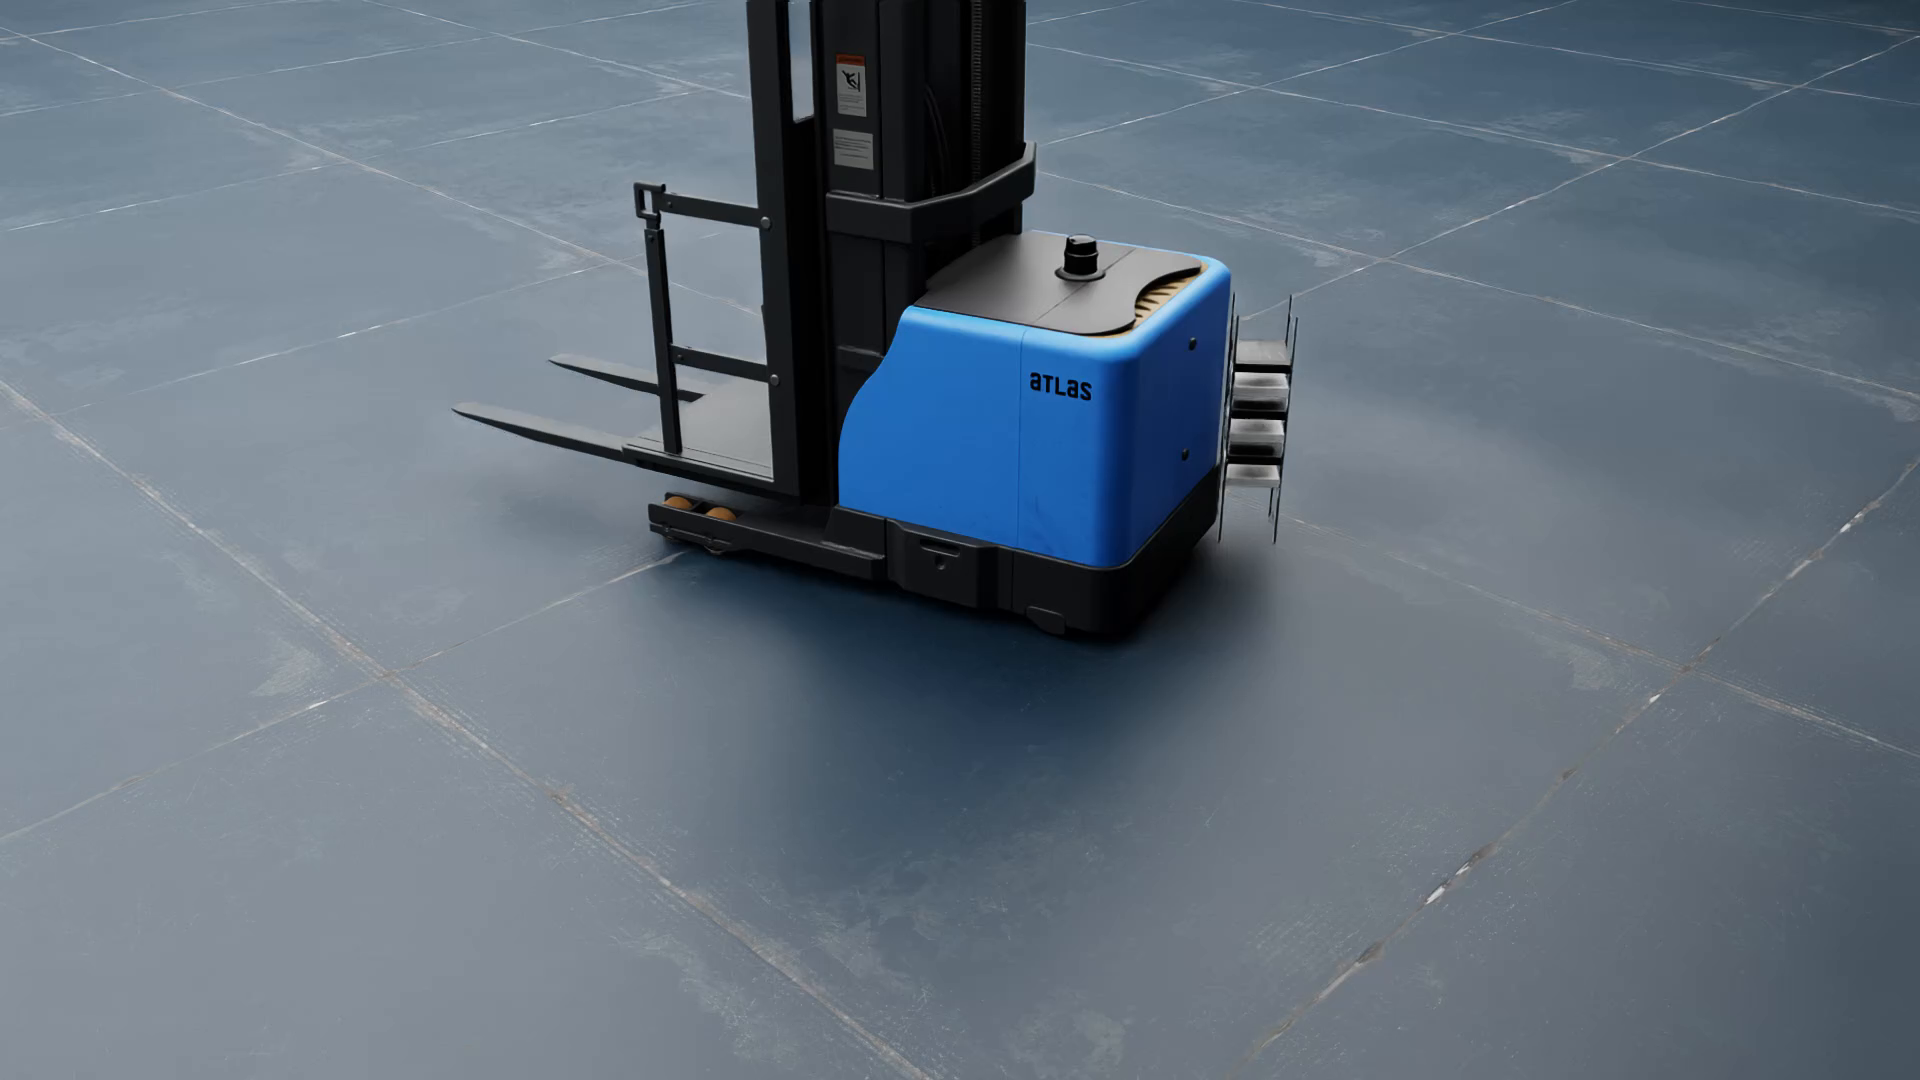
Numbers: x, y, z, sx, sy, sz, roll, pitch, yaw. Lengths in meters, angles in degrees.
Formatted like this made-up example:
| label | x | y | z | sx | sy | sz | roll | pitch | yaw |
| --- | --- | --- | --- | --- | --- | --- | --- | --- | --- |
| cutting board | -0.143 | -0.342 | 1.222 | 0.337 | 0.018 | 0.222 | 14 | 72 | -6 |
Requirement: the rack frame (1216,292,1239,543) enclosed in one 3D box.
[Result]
| label | x | y | z | sx | sy | sz | roll | pitch | yaw |
| --- | --- | --- | --- | --- | --- | --- | --- | --- | --- |
| rack frame | 0.982 | -0.443 | 6.125 | 0.006 | 0.900 | 0.240 | 2 | 28 | 4 |

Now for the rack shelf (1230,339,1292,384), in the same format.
| label | x | y | z | sx | sy | sz | roll | pitch | yaw |
| --- | --- | --- | --- | --- | --- | --- | --- | --- | --- |
| rack shelf | 1.083 | -0.648 | 6.006 | 0.200 | 0.077 | 0.258 | 2 | 28 | 4 |

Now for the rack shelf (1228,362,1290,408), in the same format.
| label | x | y | z | sx | sy | sz | roll | pitch | yaw |
| --- | --- | --- | --- | --- | --- | --- | --- | --- | --- |
| rack shelf | 1.083 | -0.569 | 6.049 | 0.200 | 0.077 | 0.258 | 2 | 28 | 4 |

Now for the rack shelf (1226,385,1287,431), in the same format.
| label | x | y | z | sx | sy | sz | roll | pitch | yaw |
| --- | --- | --- | --- | --- | --- | --- | --- | --- | --- |
| rack shelf | 1.083 | -0.489 | 6.091 | 0.200 | 0.077 | 0.258 | 2 | 28 | 4 |

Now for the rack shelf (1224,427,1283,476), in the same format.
| label | x | y | z | sx | sy | sz | roll | pitch | yaw |
| --- | --- | --- | --- | --- | --- | --- | --- | --- | --- |
| rack shelf | 1.084 | -0.330 | 6.175 | 0.200 | 0.077 | 0.258 | 2 | 28 | 4 |

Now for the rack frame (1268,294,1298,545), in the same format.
| label | x | y | z | sx | sy | sz | roll | pitch | yaw |
| --- | --- | --- | --- | --- | --- | --- | --- | --- | --- |
| rack frame | 1.185 | -0.435 | 6.110 | 0.006 | 0.900 | 0.240 | 2 | 28 | 4 |

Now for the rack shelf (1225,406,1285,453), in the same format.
| label | x | y | z | sx | sy | sz | roll | pitch | yaw |
| --- | --- | --- | --- | --- | --- | --- | --- | --- | --- |
| rack shelf | 1.084 | -0.410 | 6.133 | 0.200 | 0.077 | 0.258 | 2 | 28 | 4 |

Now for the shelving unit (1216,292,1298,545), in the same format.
| label | x | y | z | sx | sy | sz | roll | pitch | yaw |
| --- | --- | --- | --- | --- | --- | --- | --- | --- | --- |
| shelving unit | 1.084 | -0.439 | 6.117 | 0.210 | 0.900 | 0.258 | 2 | 28 | 4 |

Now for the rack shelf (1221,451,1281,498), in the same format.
| label | x | y | z | sx | sy | sz | roll | pitch | yaw |
| --- | --- | --- | --- | --- | --- | --- | --- | --- | --- |
| rack shelf | 1.084 | -0.251 | 6.217 | 0.200 | 0.077 | 0.258 | 2 | 28 | 4 |

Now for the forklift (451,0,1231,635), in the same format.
| label | x | y | z | sx | sy | sz | roll | pitch | yaw |
| --- | --- | --- | --- | --- | --- | --- | --- | --- | --- |
| forklift | -0.586 | -1.450 | 5.858 | 3.031 | 2.935 | 1.130 | 14 | 31 | 24 |
